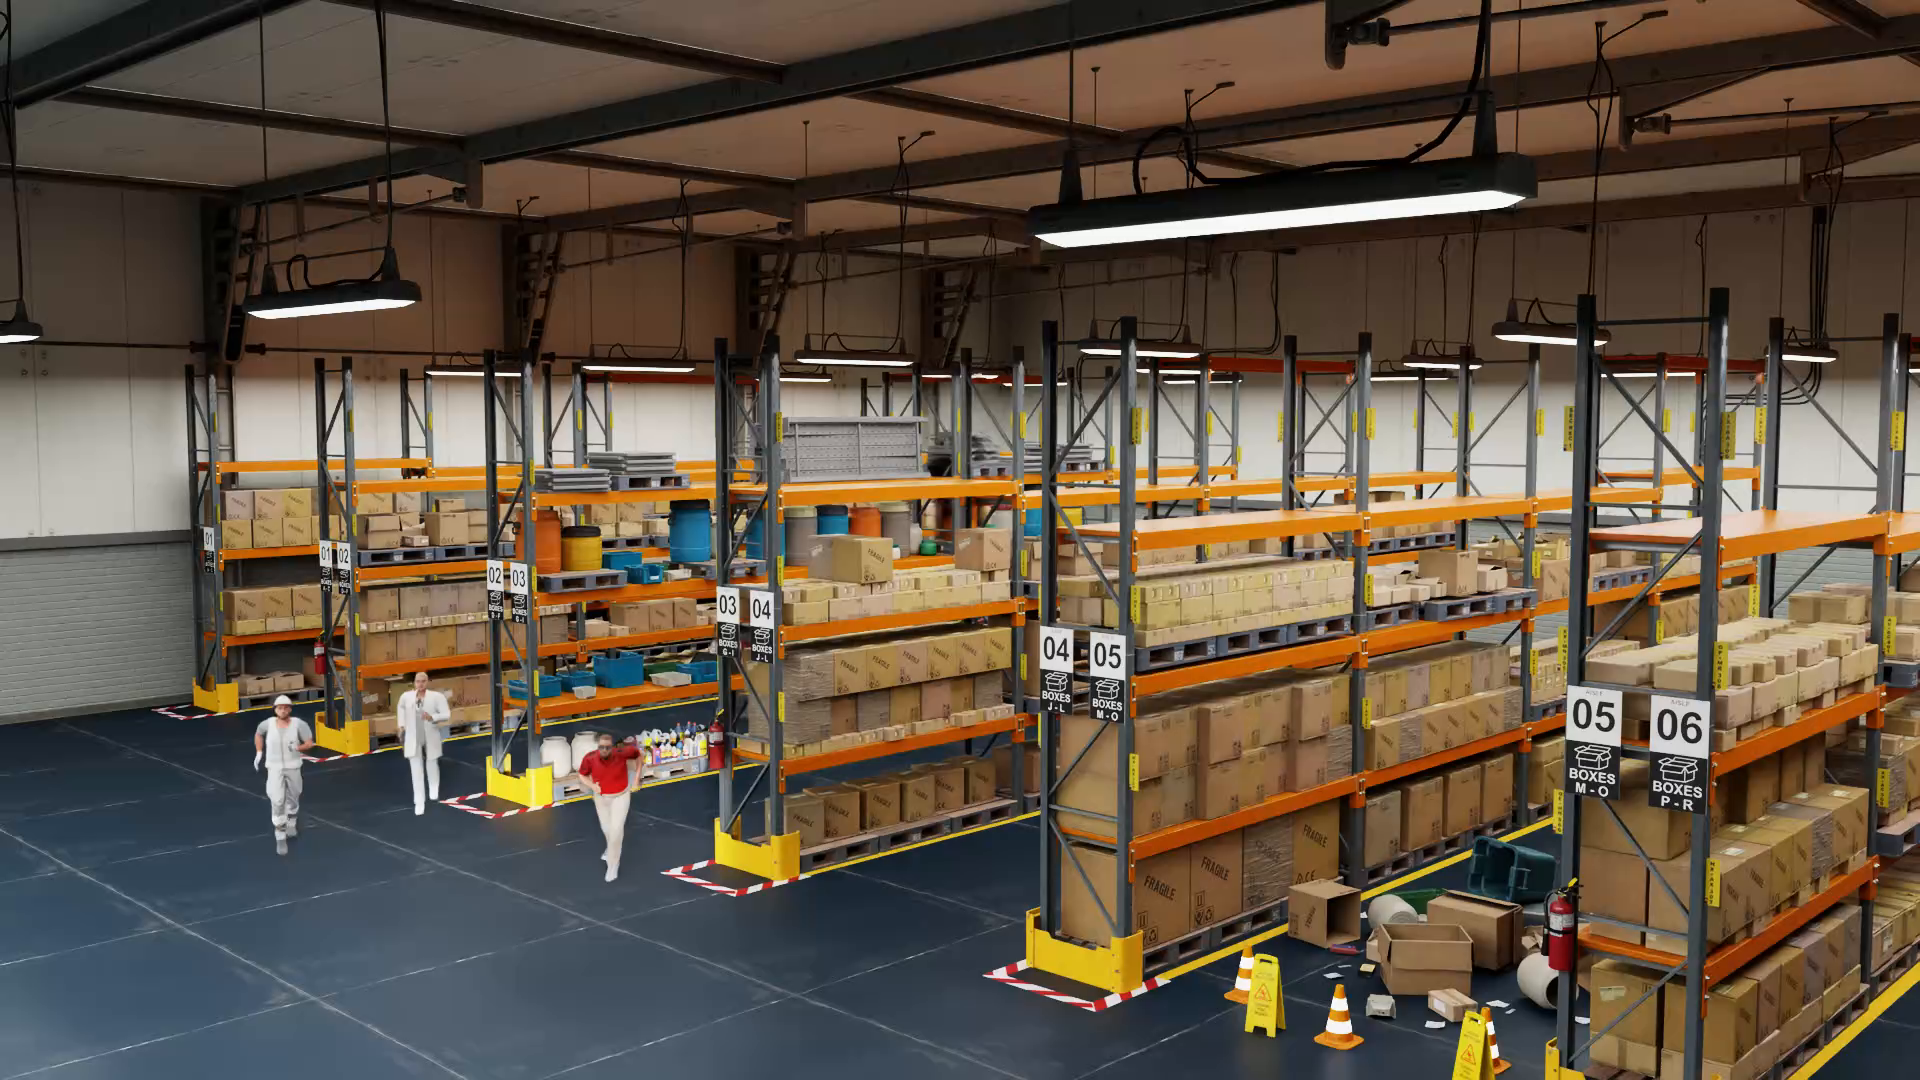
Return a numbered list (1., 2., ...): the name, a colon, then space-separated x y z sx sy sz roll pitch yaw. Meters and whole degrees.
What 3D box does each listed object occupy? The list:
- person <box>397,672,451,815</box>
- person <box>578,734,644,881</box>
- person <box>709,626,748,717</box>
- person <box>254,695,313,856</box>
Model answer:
1. person: -6.962 2.631 21.595 0.701 1.684 1.063 -1 4 -11
2. person: -3.908 2.952 18.718 0.707 1.696 1.014 0 4 -5
3. person: -3.820 2.235 27.573 0.604 1.701 0.912 3 5 36
4. person: -8.026 2.744 19.753 0.650 1.835 0.895 -2 5 -23
